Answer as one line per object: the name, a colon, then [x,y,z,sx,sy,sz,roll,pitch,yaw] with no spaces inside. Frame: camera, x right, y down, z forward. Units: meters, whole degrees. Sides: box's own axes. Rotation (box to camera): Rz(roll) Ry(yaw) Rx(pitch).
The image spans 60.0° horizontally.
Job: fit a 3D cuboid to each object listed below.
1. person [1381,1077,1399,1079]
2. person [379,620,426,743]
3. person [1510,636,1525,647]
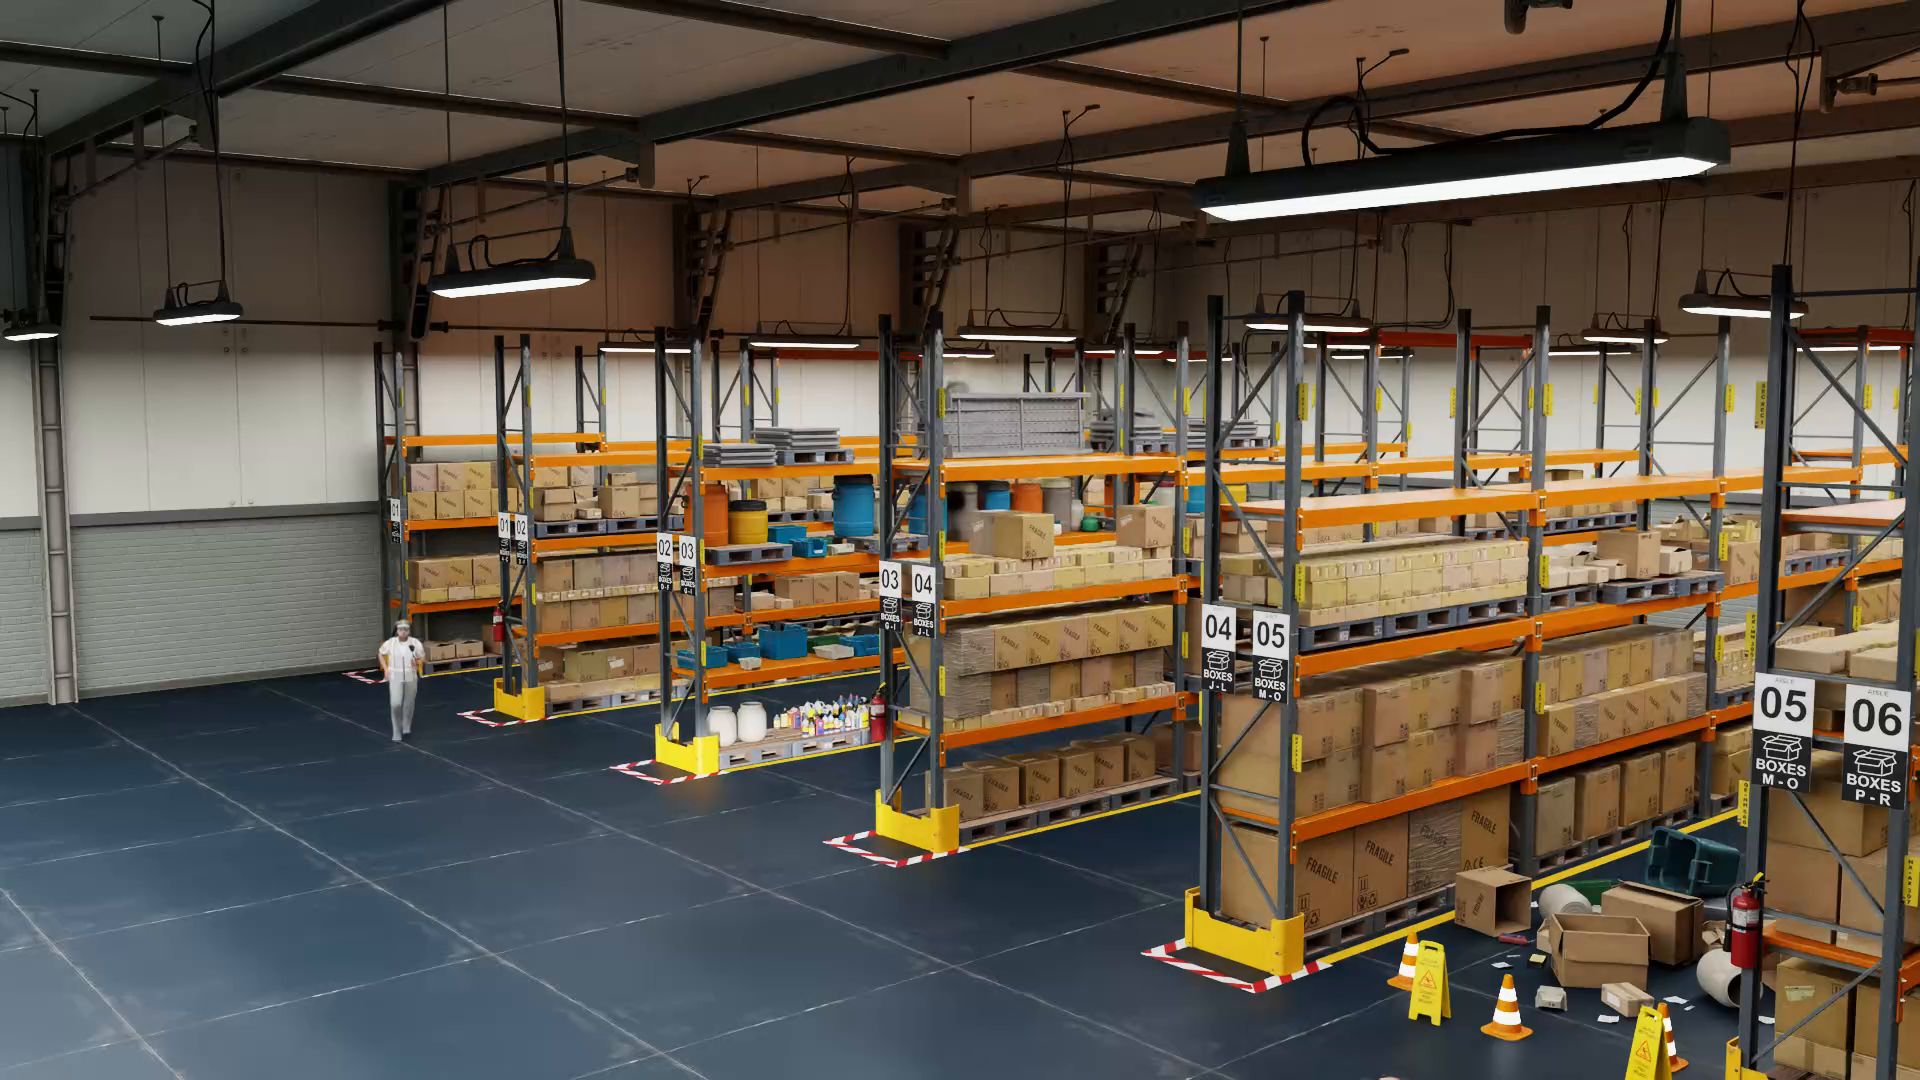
person: [2.142,3.540,8.221,0.680,1.848,0.832,2,6,23]
person: [-8.175,2.077,24.442,0.636,1.836,0.743,-2,6,-24]
person: [8.114,2.170,24.153,0.616,1.632,0.599,5,7,43]
